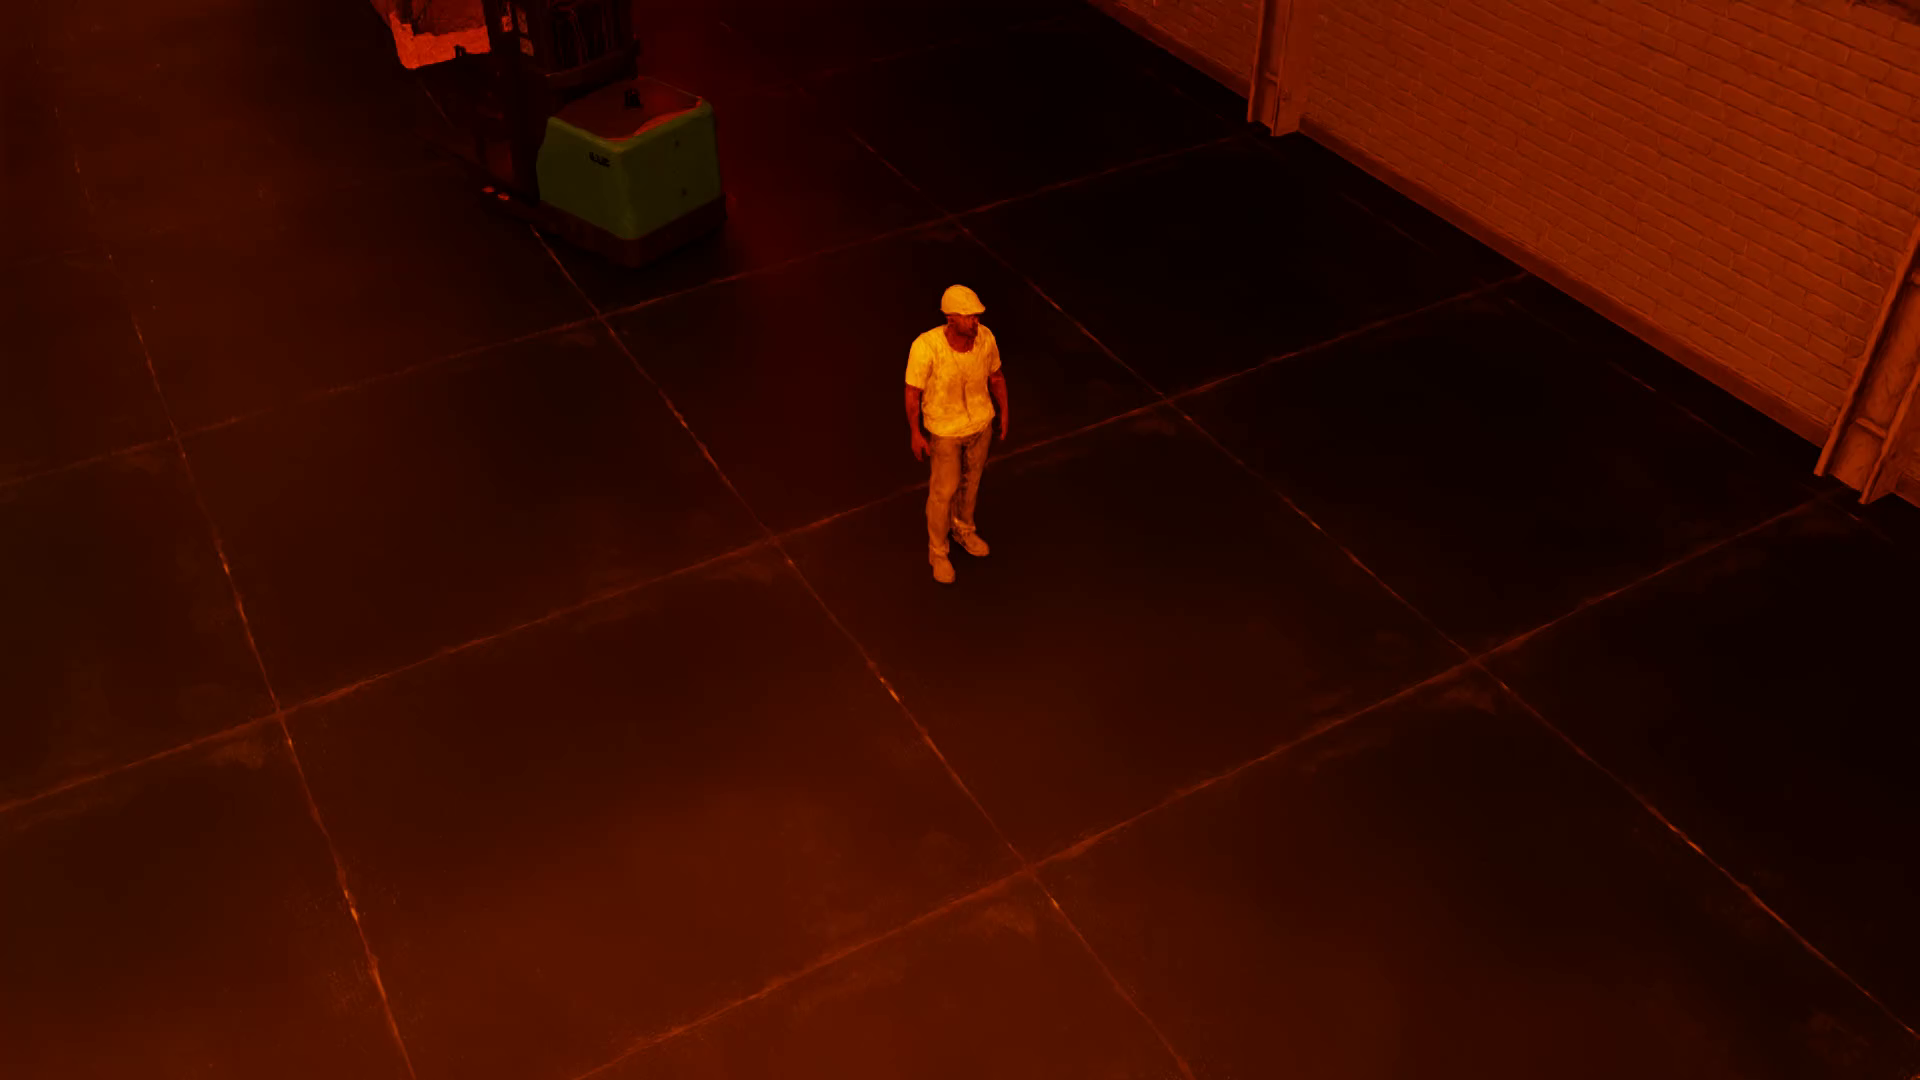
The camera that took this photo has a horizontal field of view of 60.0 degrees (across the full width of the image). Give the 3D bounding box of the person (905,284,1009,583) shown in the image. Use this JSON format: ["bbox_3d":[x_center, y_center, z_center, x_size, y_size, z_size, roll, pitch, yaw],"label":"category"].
[{"bbox_3d":[0.030,-0.645,9.715,0.665,1.766,0.576,-20,44,-23],"label":"person"}]

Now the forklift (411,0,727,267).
[{"bbox_3d":[-3.319,-4.007,12.868,3.031,2.935,1.130,28,47,30],"label":"forklift"}]
